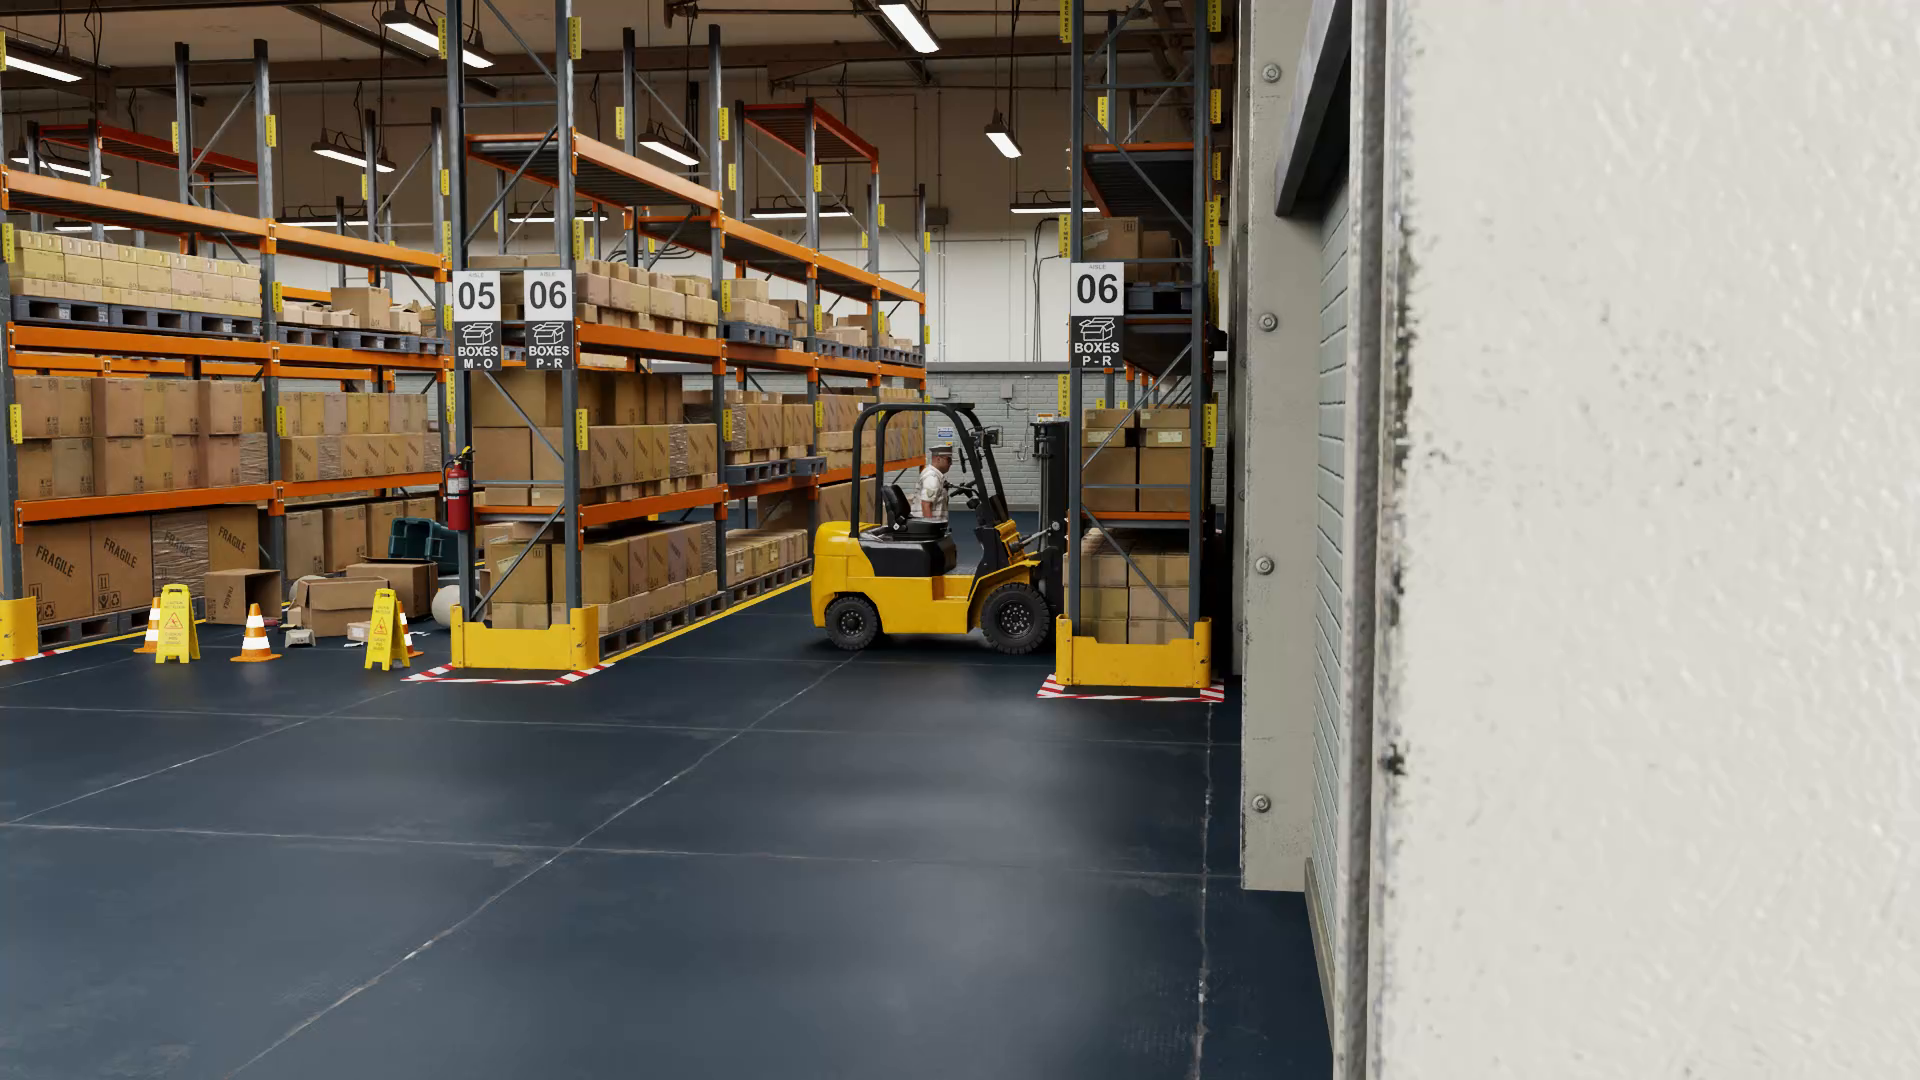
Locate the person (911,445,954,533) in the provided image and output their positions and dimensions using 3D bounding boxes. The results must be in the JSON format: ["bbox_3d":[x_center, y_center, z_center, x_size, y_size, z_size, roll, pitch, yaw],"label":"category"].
[{"bbox_3d":[-0.272,-0.070,16.492,0.433,1.748,0.588,0,4,6],"label":"person"}]
